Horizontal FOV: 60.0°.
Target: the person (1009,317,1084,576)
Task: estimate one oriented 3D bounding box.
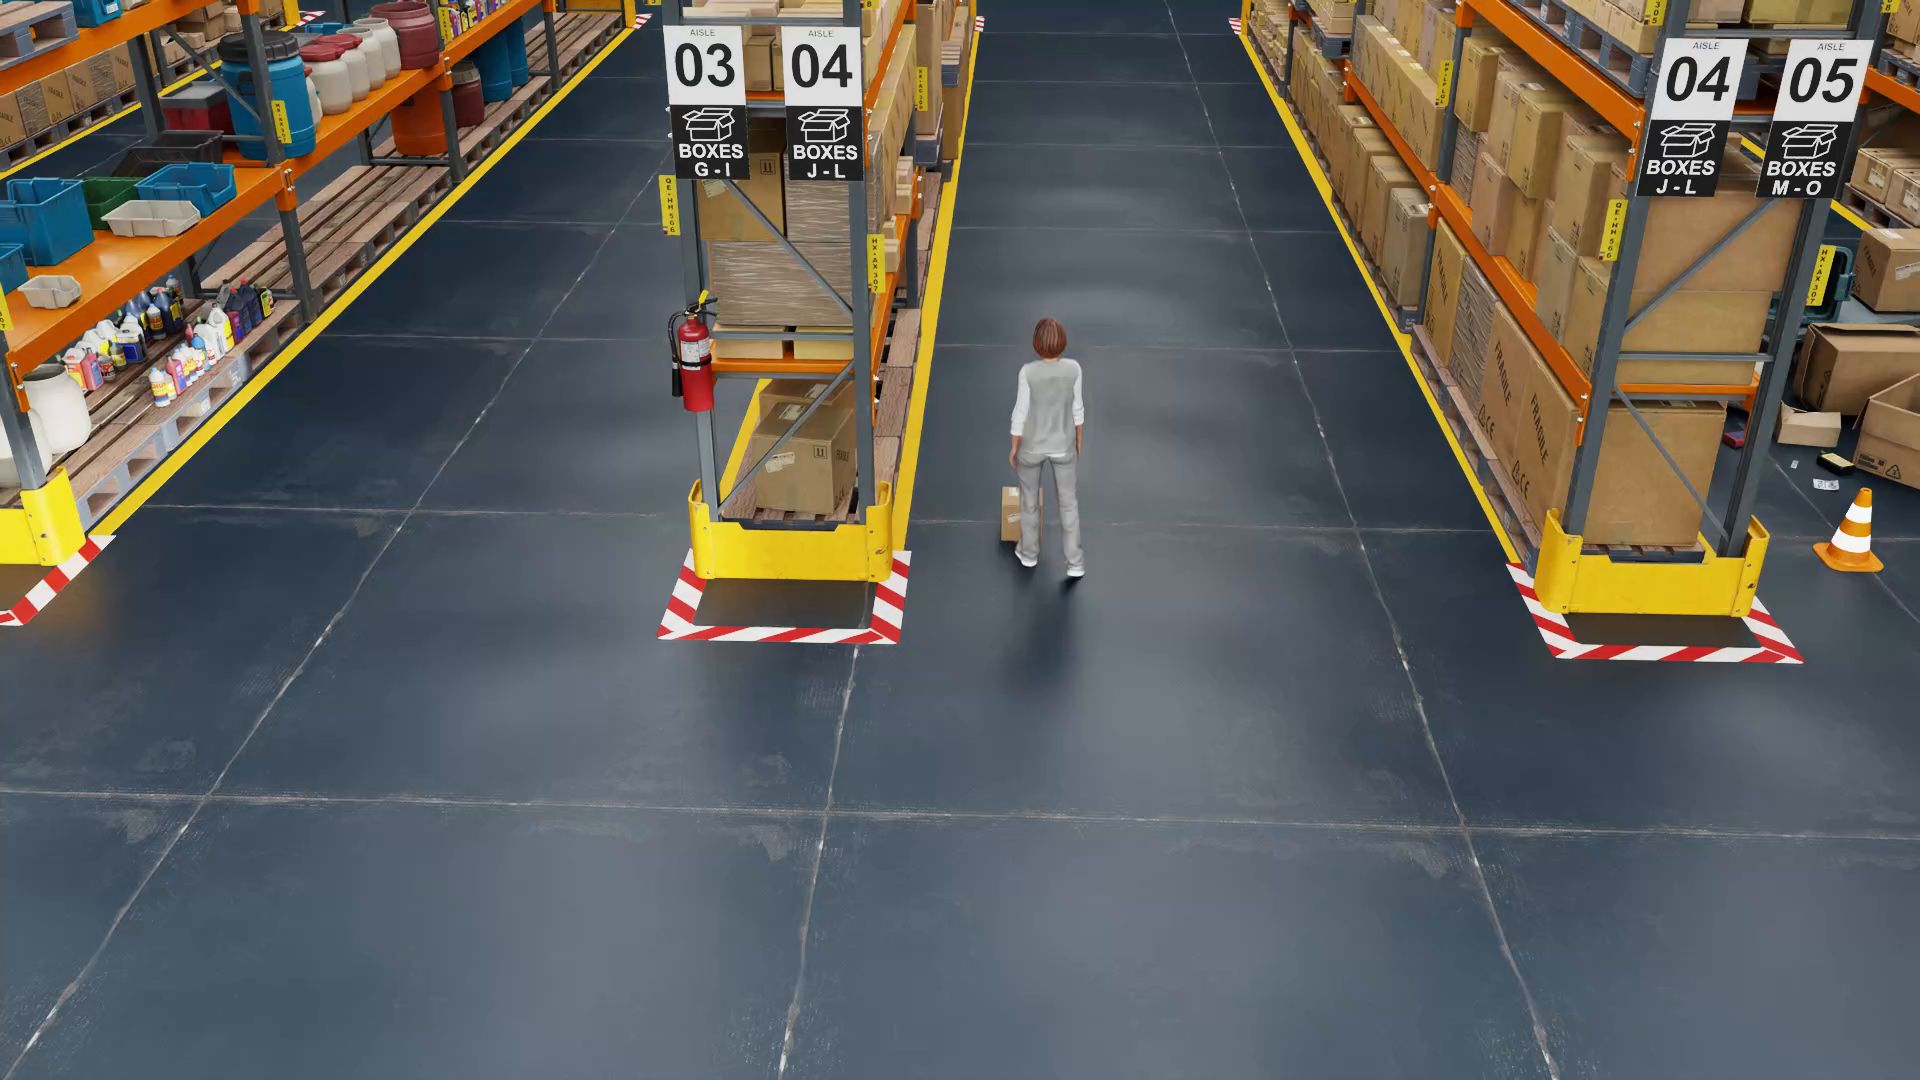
[{"bbox_3d":[0.509,-0.532,9.629,0.451,1.624,0.509,-3,29,-6],"label":"person"}]
